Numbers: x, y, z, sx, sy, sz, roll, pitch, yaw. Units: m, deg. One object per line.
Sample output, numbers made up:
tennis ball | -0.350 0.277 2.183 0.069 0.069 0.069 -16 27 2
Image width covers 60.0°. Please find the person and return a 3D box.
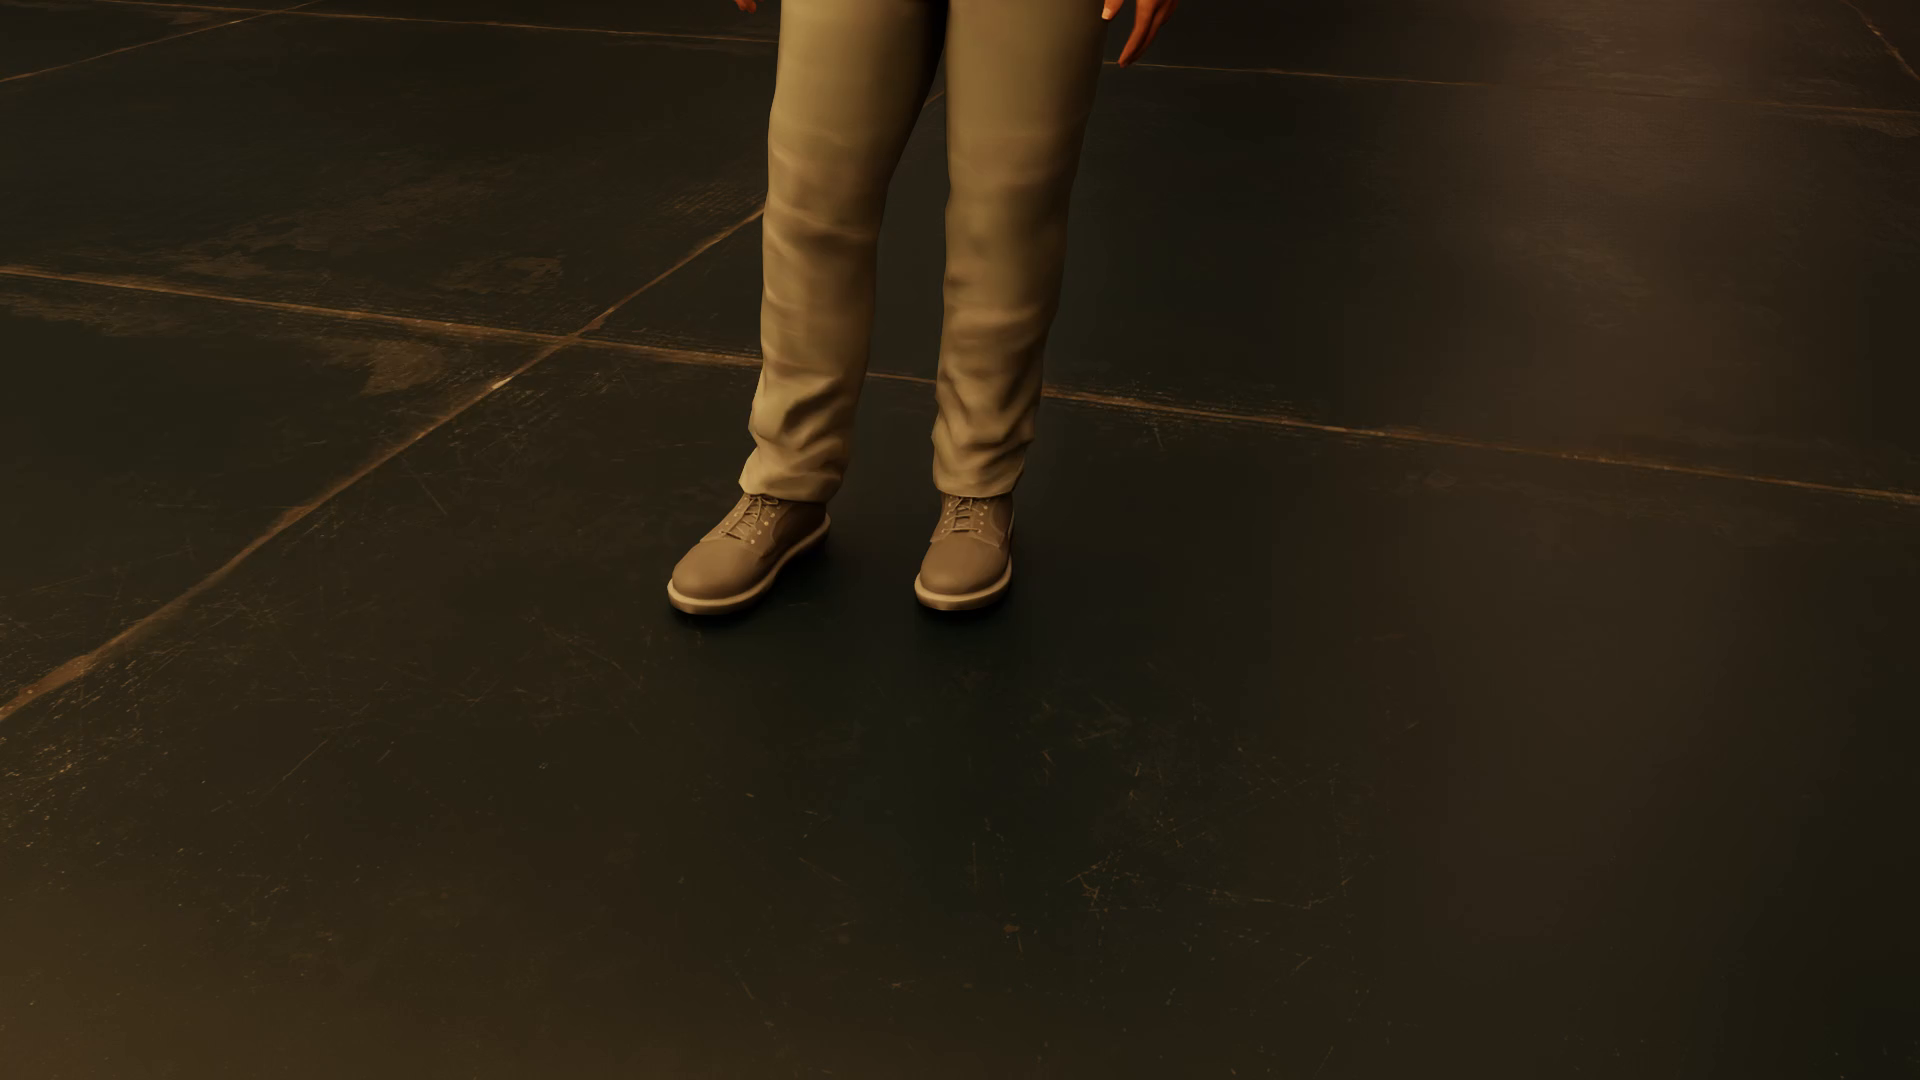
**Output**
person | -0.035 -0.768 2.028 0.641 1.780 0.574 8 28 16
